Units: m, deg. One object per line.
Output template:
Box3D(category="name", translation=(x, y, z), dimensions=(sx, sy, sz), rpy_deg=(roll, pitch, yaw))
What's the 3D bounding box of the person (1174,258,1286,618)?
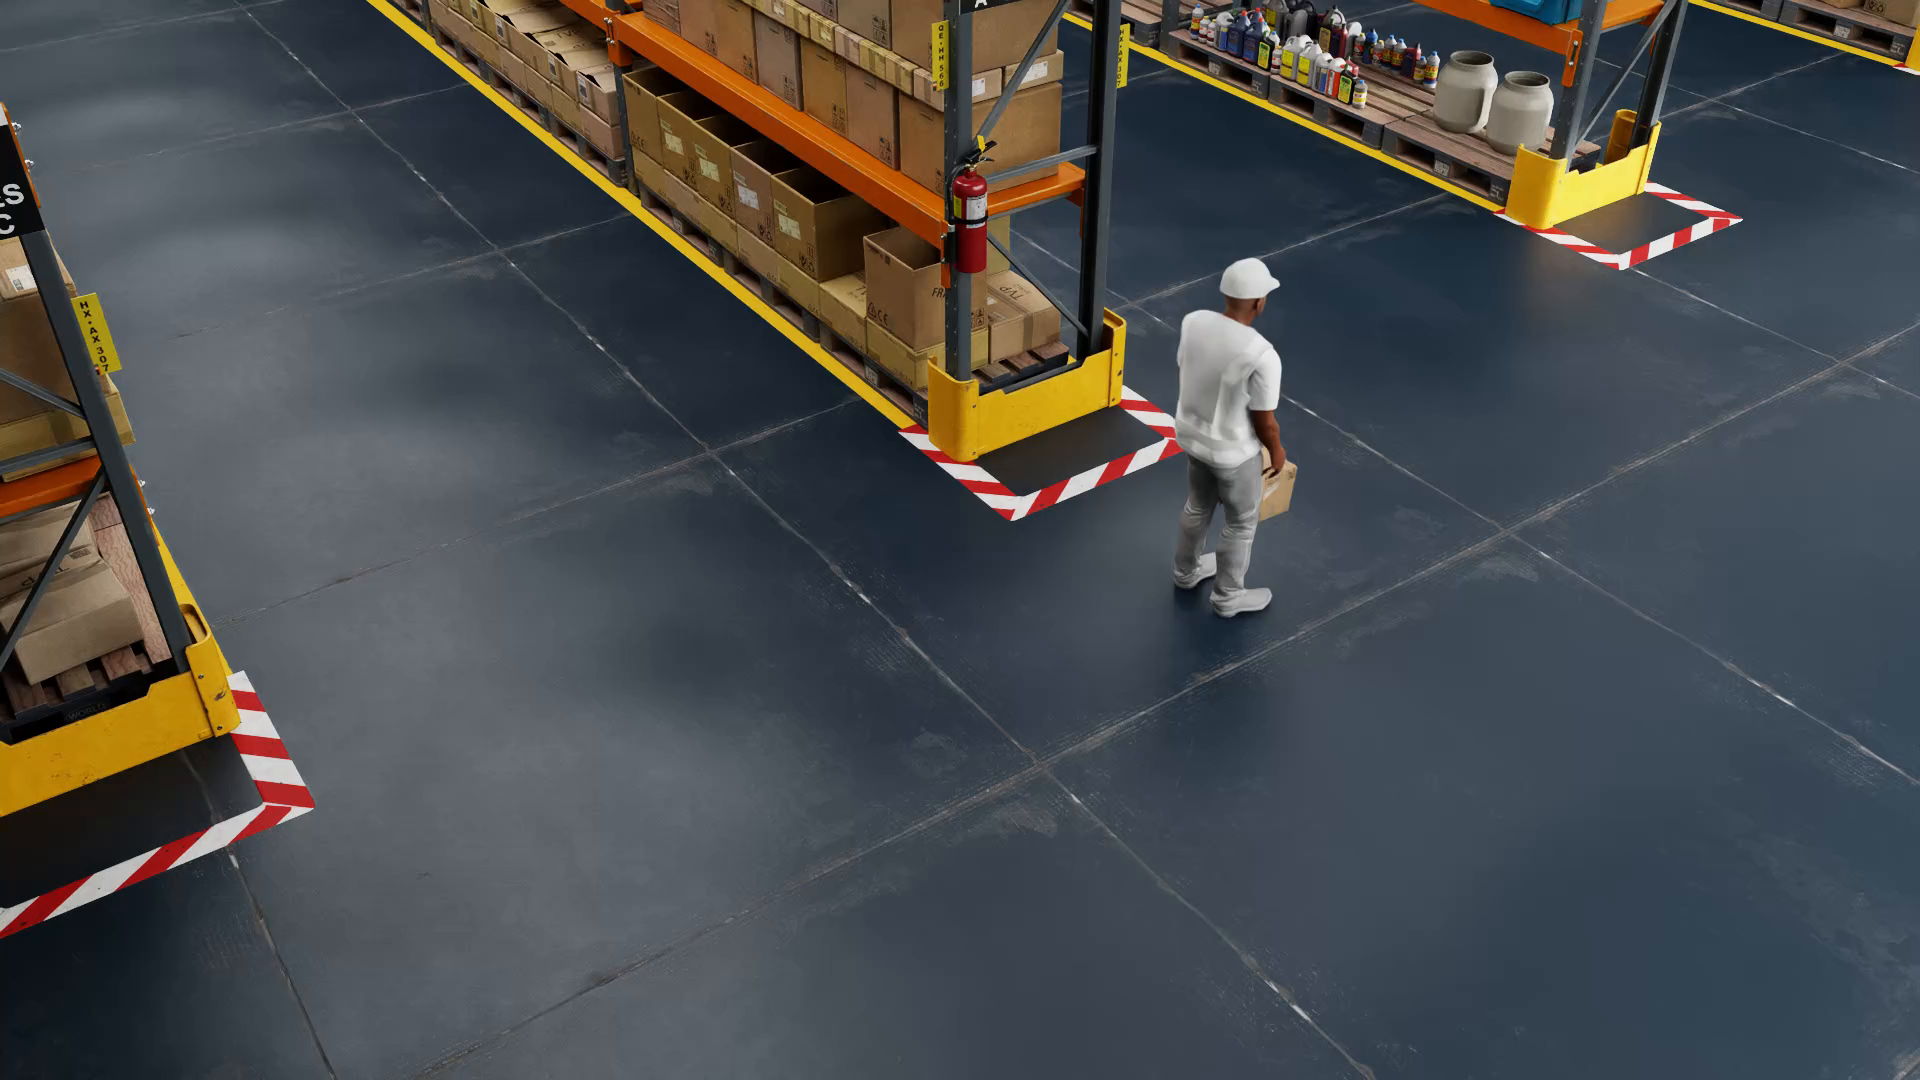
Box3D(category="person", translation=(1.212, -0.463, 7.618), dimensions=(0.425, 1.765, 0.589), rpy_deg=(-24, 42, -29))
